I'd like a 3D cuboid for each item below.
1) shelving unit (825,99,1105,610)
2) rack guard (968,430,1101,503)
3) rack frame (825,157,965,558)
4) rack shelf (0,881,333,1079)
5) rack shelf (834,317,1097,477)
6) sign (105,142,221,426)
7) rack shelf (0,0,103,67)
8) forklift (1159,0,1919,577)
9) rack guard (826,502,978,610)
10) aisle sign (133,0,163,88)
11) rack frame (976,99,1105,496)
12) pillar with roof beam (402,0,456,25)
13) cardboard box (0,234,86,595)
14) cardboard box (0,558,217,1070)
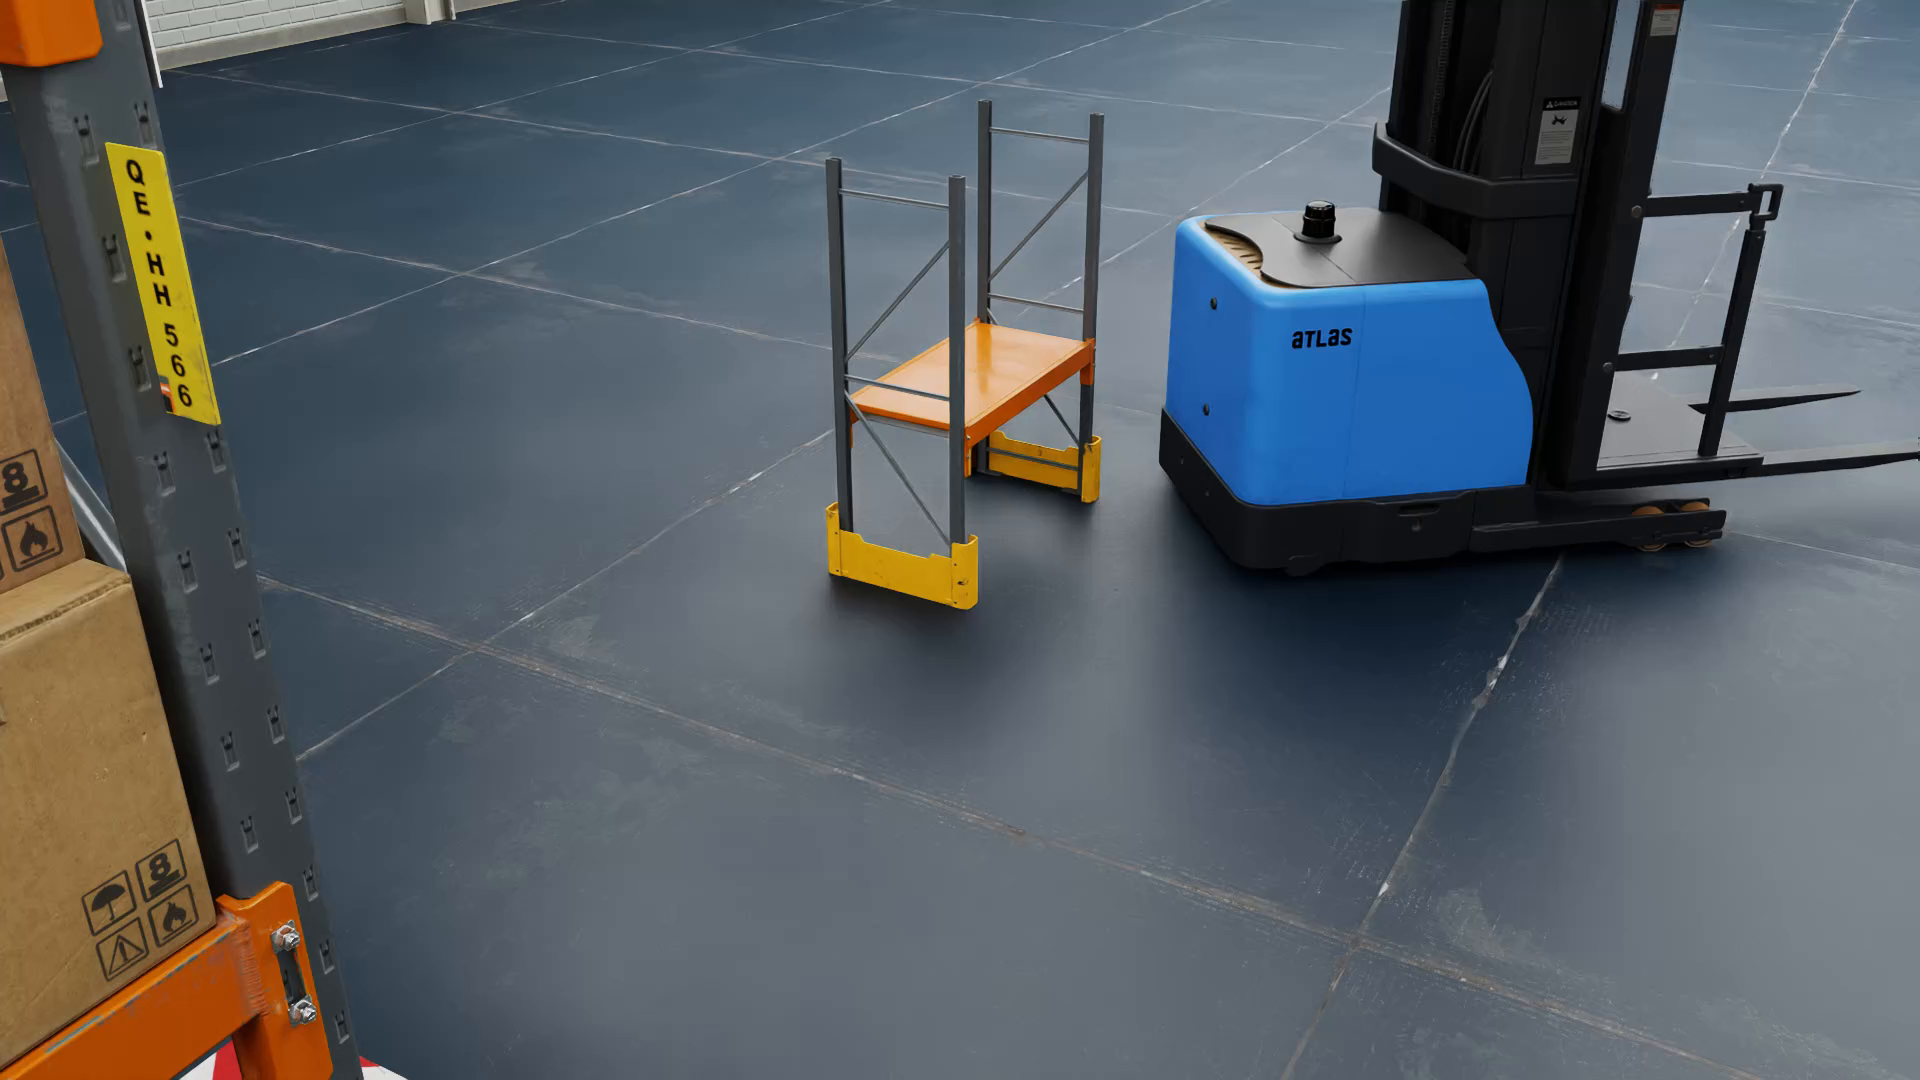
[{"bbox_3d":[0.037,-0.700,5.974,0.587,1.500,1.083,14,30,26],"label":"shelving unit"},{"bbox_3d":[0.282,-0.336,6.641,0.587,0.250,0.087,14,30,26],"label":"rack guard"},{"bbox_3d":[-0.208,-0.506,5.585,0.500,1.500,0.032,14,30,26],"label":"rack frame"},{"bbox_3d":[-2.372,1.308,1.089,1.077,0.370,4.000,14,30,26],"label":"rack shelf"},{"bbox_3d":[0.042,-0.543,6.061,0.538,0.185,1.000,14,30,26],"label":"rack shelf"},{"bbox_3d":[-0.922,-0.292,1.924,0.100,0.325,0.005,14,30,26],"label":"sign"},{"bbox_3d":[-2.372,-0.033,0.418,1.077,0.370,4.000,14,30,26],"label":"rack shelf"},{"bbox_3d":[2.371,-1.493,5.959,3.031,2.935,1.130,-5,27,-10],"label":"forklift"},{"bbox_3d":[-0.207,0.053,5.866,0.587,0.250,0.087,14,30,26],"label":"rack guard"},{"bbox_3d":[-1.092,-0.917,1.827,0.394,0.787,0.004,14,30,26],"label":"aisle sign"},{"bbox_3d":[0.292,-0.902,6.376,0.500,1.500,0.032,14,30,26],"label":"rack frame"},{"bbox_3d":[-1.547,-8.274,12.725,9.100,9.000,0.400,14,30,26],"label":"pillar with roof beam"},{"bbox_3d":[-1.604,-0.207,1.938,0.875,0.550,0.550,14,30,26],"label":"cardboard box"},{"bbox_3d":[-1.531,0.295,2.143,0.875,0.550,0.550,14,30,26],"label":"cardboard box"}]
